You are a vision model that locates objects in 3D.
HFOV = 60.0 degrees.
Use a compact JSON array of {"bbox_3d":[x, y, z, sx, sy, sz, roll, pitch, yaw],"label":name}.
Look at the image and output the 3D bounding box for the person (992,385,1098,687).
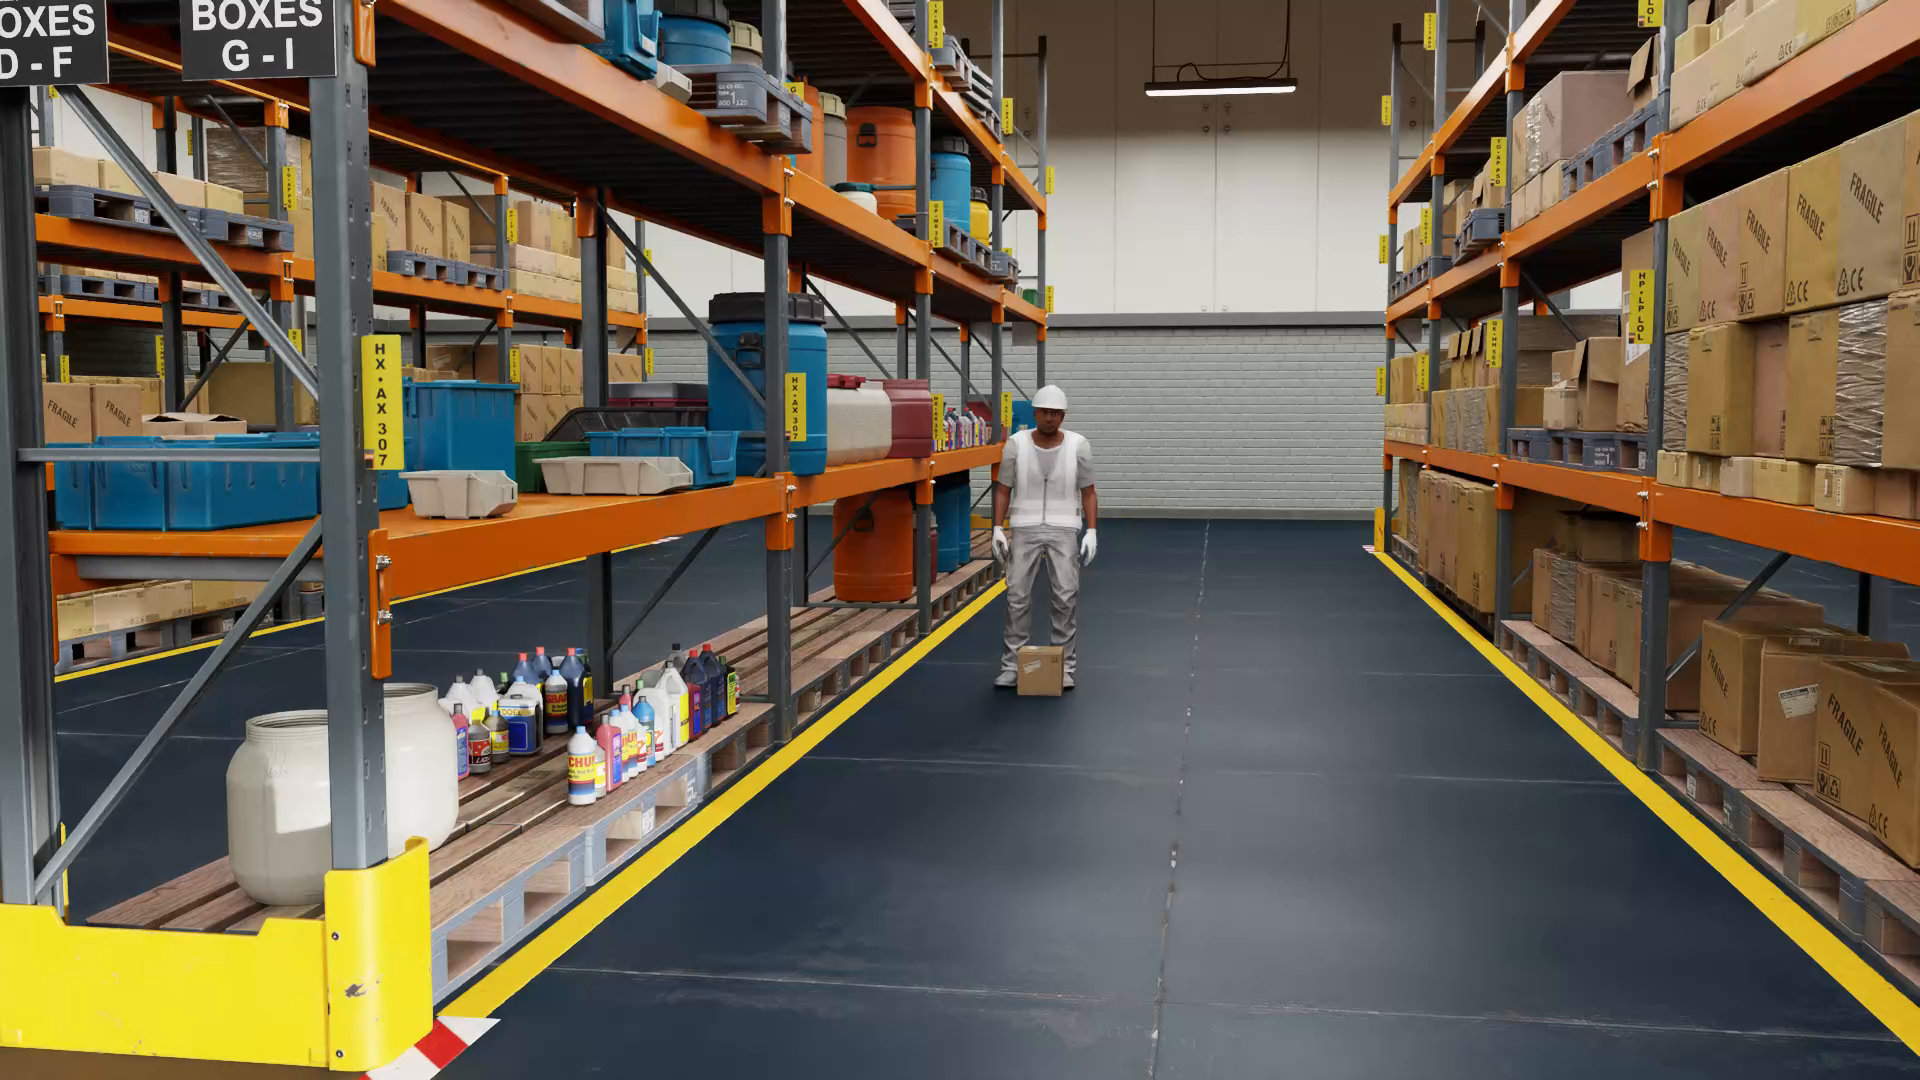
[{"bbox_3d":[0.498,-0.020,9.780,0.623,1.773,0.451,0,4,5],"label":"person"}]
